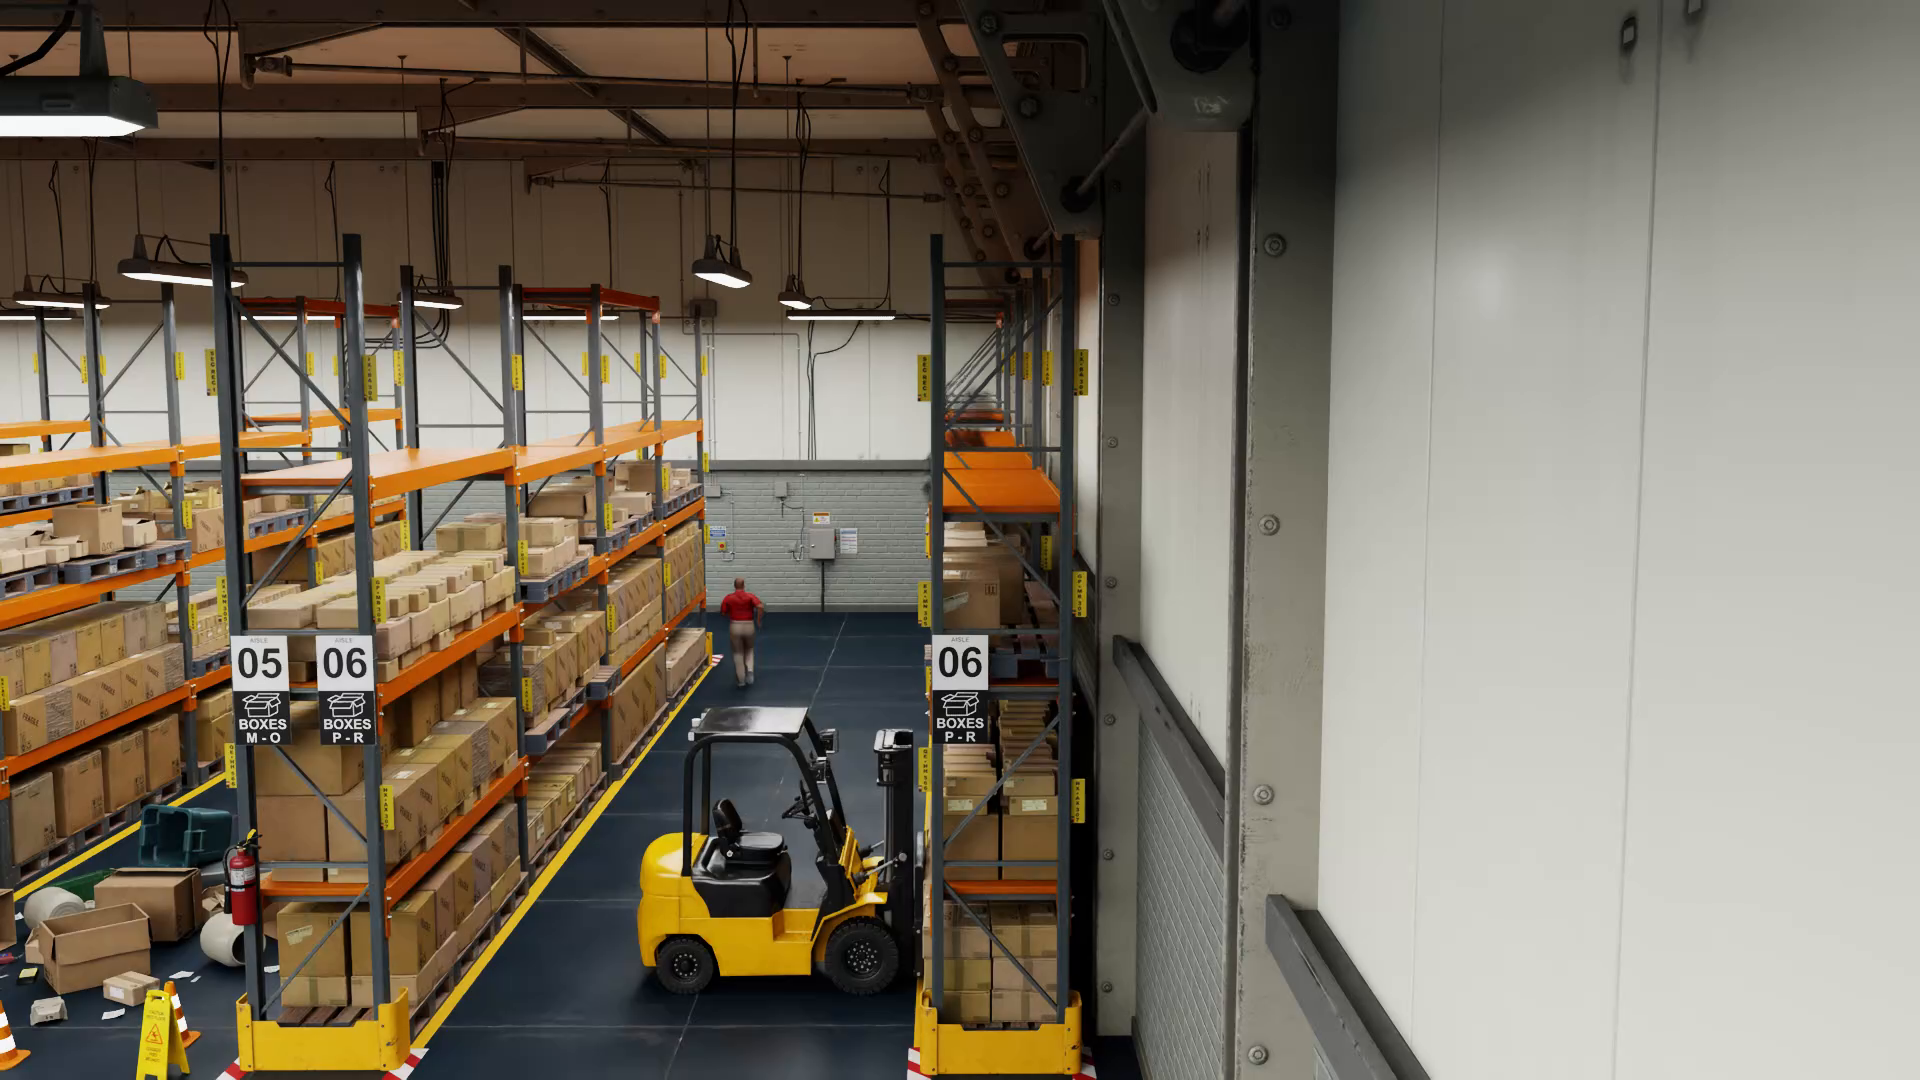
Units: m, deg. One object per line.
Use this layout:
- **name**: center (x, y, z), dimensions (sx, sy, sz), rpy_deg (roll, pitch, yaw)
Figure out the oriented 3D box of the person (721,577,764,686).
- **person**: center (-3.428, 1.432, 26.140), dimensions (0.652, 1.718, 0.653), rpy_deg (-1, 6, -12)
